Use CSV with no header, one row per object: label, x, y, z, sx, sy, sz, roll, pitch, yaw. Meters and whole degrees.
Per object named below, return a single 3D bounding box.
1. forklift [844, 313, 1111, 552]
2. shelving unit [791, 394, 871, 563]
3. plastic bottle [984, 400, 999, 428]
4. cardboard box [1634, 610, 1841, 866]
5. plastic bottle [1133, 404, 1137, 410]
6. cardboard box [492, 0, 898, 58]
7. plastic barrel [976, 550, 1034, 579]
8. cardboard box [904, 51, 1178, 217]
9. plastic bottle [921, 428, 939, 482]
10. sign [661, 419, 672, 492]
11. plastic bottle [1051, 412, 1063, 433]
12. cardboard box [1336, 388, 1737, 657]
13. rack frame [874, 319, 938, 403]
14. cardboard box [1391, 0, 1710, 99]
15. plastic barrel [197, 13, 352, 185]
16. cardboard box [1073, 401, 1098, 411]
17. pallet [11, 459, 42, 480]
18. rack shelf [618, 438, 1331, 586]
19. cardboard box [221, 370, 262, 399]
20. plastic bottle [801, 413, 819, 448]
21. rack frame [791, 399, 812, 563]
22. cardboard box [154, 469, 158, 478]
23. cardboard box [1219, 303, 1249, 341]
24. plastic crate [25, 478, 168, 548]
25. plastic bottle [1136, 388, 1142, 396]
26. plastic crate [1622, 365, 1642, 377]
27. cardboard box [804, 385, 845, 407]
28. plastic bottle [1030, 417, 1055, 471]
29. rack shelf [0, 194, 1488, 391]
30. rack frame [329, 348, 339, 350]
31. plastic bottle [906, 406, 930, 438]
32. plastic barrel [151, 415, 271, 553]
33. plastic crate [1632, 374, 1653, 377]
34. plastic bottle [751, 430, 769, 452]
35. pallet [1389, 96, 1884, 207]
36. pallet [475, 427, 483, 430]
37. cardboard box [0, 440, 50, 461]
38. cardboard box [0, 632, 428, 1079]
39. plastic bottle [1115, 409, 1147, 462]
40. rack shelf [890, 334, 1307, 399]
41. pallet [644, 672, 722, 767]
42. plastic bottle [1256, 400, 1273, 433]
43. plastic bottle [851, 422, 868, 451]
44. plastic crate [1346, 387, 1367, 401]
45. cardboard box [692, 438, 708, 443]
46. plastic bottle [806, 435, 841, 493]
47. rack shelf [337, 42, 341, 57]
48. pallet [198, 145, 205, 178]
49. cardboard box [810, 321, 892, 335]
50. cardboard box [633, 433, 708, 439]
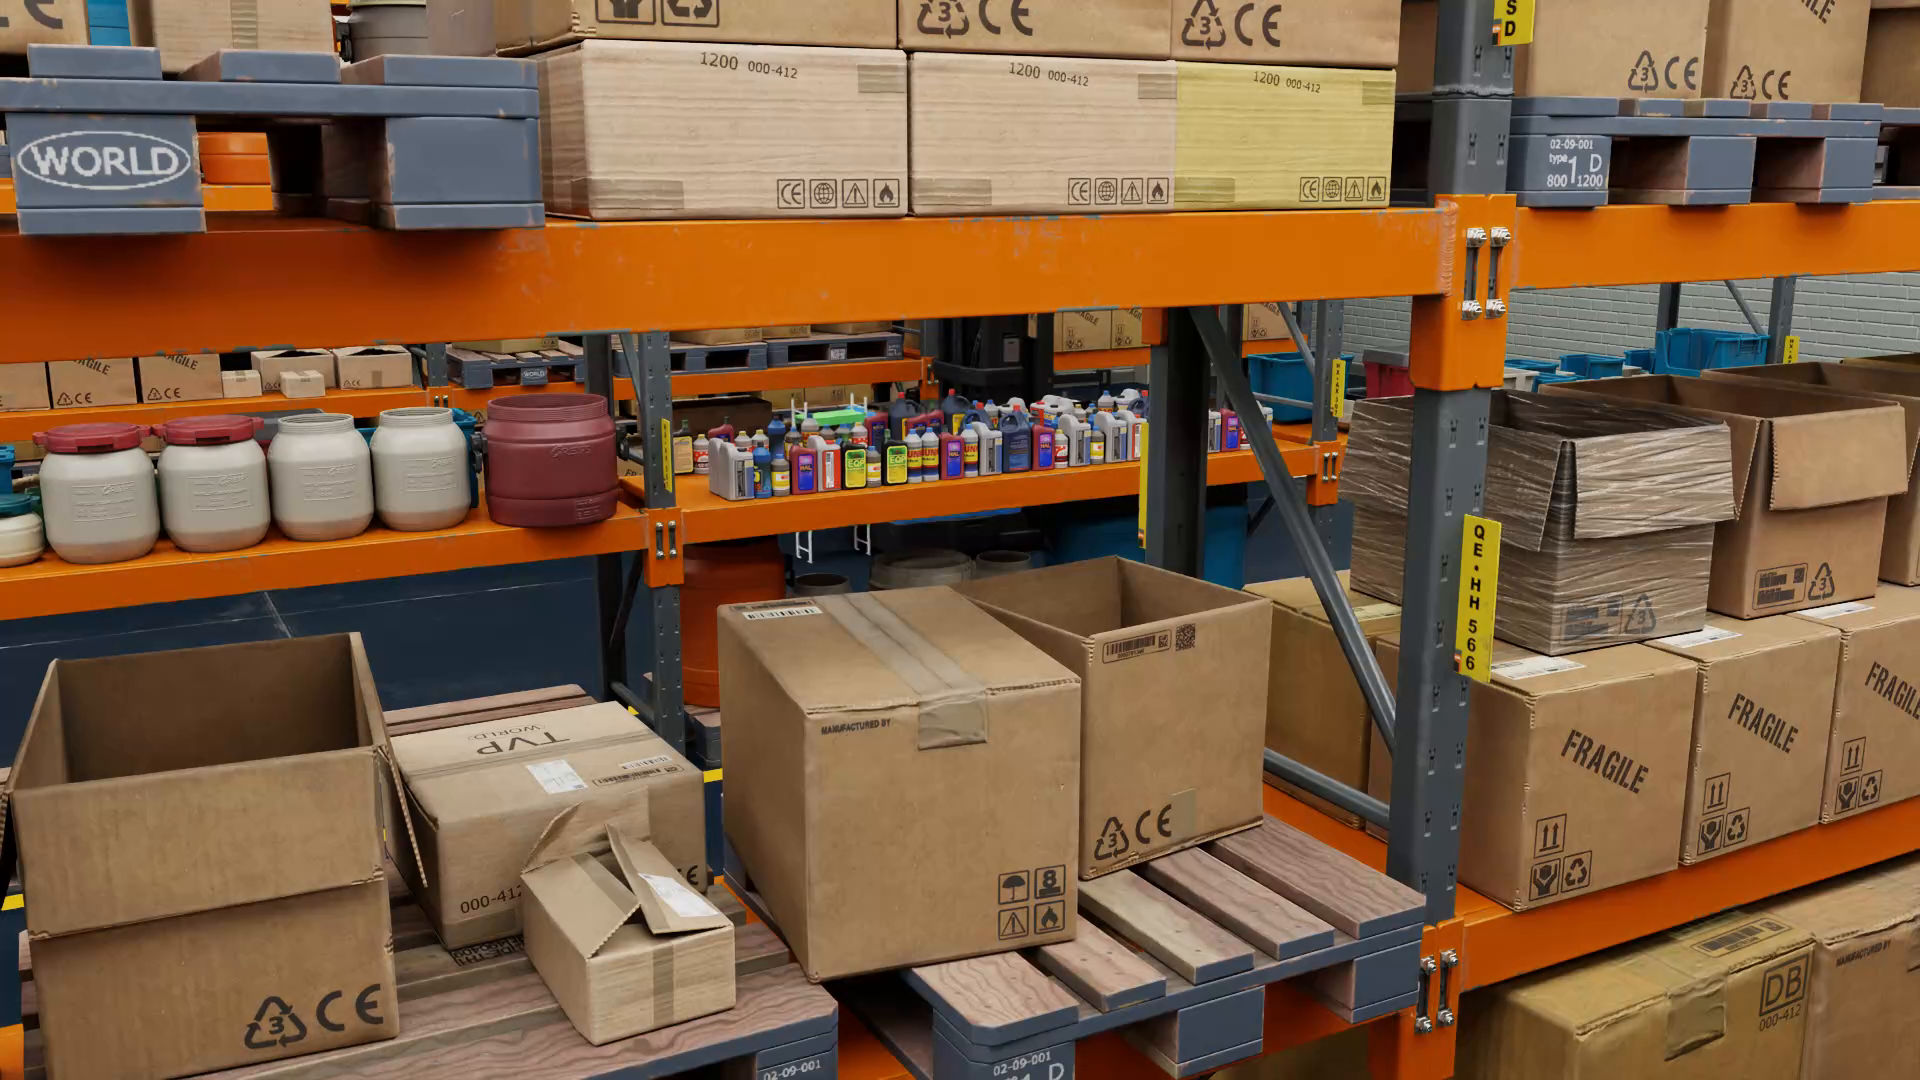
forklift,0.645,-1.483,13.023,3.031,2.935,1.130,-6,14,-25
shelving unit,-0.961,-0.465,12.426,0.503,1.200,0.258,-8,15,-29
plastic bottle,0.174,-0.669,9.545,0.097,0.271,0.097,0,13,0
cardboard box,1.765,0.437,4.108,0.500,0.500,0.500,-7,15,-29
plastic bottle,1.060,-0.703,9.856,0.097,0.201,0.097,0,13,0
cardboard box,-0.429,-1.013,2.582,0.500,0.500,0.500,-7,14,-27
plastic barrel,0.248,0.343,9.462,0.421,0.512,0.421,0,13,0
cardboard box,0.028,-0.699,2.893,0.500,0.250,0.500,-7,14,-28
plastic bottle,-0.156,-0.440,8.526,0.097,0.271,0.097,0,13,0
sign,-1.347,-0.390,7.638,0.005,0.325,0.100,-7,14,-28
plastic bottle,0.542,-0.562,9.066,0.097,0.271,0.097,0,13,0
cardboard box,1.406,-0.073,4.089,0.637,0.503,0.797,-6,14,-26
rack frame,-0.476,-1.791,14.237,0.127,3.000,1.000,-7,14,-28
cardboard box,1.257,-1.258,3.842,0.637,0.503,0.797,-6,14,-25
plastic barrel,-3.016,-1.975,7.243,0.708,0.830,0.600,-7,14,-28
cardboard box,1.171,-0.987,15.345,0.637,0.503,0.797,-7,14,-28
pallet,-9.192,-0.626,15.408,1.213,0.211,1.003,-7,14,-28
rack shelf,0.139,-0.275,9.137,4.000,0.370,1.077,-7,14,-28
cardboard box,-5.079,-1.103,11.750,0.250,0.149,0.380,-6,14,-24
plastic bottle,-0.812,-0.551,9.020,0.097,0.271,0.097,0,13,0
rack frame,-1.171,-0.435,12.306,0.015,1.200,0.240,-8,15,-29
cardboard box,-5.944,-0.345,11.837,0.500,0.311,0.500,-7,14,-29
cardboard box,2.319,-2.106,15.407,0.500,0.500,0.500,-7,14,-27
plastic crate,-3.734,-0.129,7.333,0.662,0.188,0.450,-7,14,-28
plastic bottle,1.073,-0.777,10.024,0.097,0.271,0.097,0,13,0
plastic crate,4.709,-1.177,11.973,0.298,0.136,0.250,-7,14,-28
cardboard box,-1.705,-1.842,19.199,0.500,0.500,0.700,-7,14,-28
plastic bottle,0.437,-0.512,8.820,0.133,0.283,0.061,-7,14,-28
rack shelf,-0.999,-0.363,2.697,4.000,0.370,1.077,-7,14,-28
rack frame,-6.364,-2.325,16.607,0.127,3.000,1.000,-7,14,-28
plastic bottle,-0.232,-0.595,9.188,0.133,0.283,0.061,-7,14,-28
plastic barrel,-3.159,-0.242,7.043,0.433,0.535,0.433,0,13,0
plastic crate,4.776,-1.037,11.349,0.243,0.136,0.396,-7,14,-28
plastic bottle,-1.068,-0.486,8.891,0.097,0.201,0.097,0,13,0
pallet,1.296,-0.910,3.920,1.003,0.211,1.213,-6,14,-25
pallet,-4.566,-1.160,17.783,1.213,0.211,1.003,-7,14,-28
cardboard box,-8.807,-1.044,15.606,0.500,0.500,0.700,-7,15,-29
cardboard box,-1.277,0.504,2.844,0.637,0.503,0.797,-5,14,-22
plastic bottle,0.940,-0.580,9.139,0.135,0.276,0.152,-7,14,-28
rack shelf,1.279,-1.651,15.250,4.000,0.370,1.077,-7,14,-28
pallet,-0.945,0.854,8.834,1.213,0.211,1.003,-7,14,-28
plastic bottle,1.703,-0.672,9.546,0.135,0.276,0.152,-7,14,-28
plastic bottle,-0.555,-0.548,9.164,0.097,0.201,0.097,0,13,0
plastic crate,2.748,-0.901,10.770,0.590,0.125,0.437,-7,14,-28
cardboard box,-2.095,-0.522,13.289,0.500,0.500,0.500,-7,15,-30
plastic bottle,-0.676,-0.387,8.279,0.135,0.276,0.152,-7,14,-28
rack shelf,-4.608,-4.916,17.006,4.000,0.370,1.077,-7,14,-28
pallet,-5.520,-2.535,11.139,1.213,0.211,1.003,-6,14,-25
cardboard box,-0.999,-2.038,14.150,0.700,0.500,0.500,11,17,41
cardboard box,-2.366,-0.620,13.723,0.500,0.500,0.500,-7,15,-30
